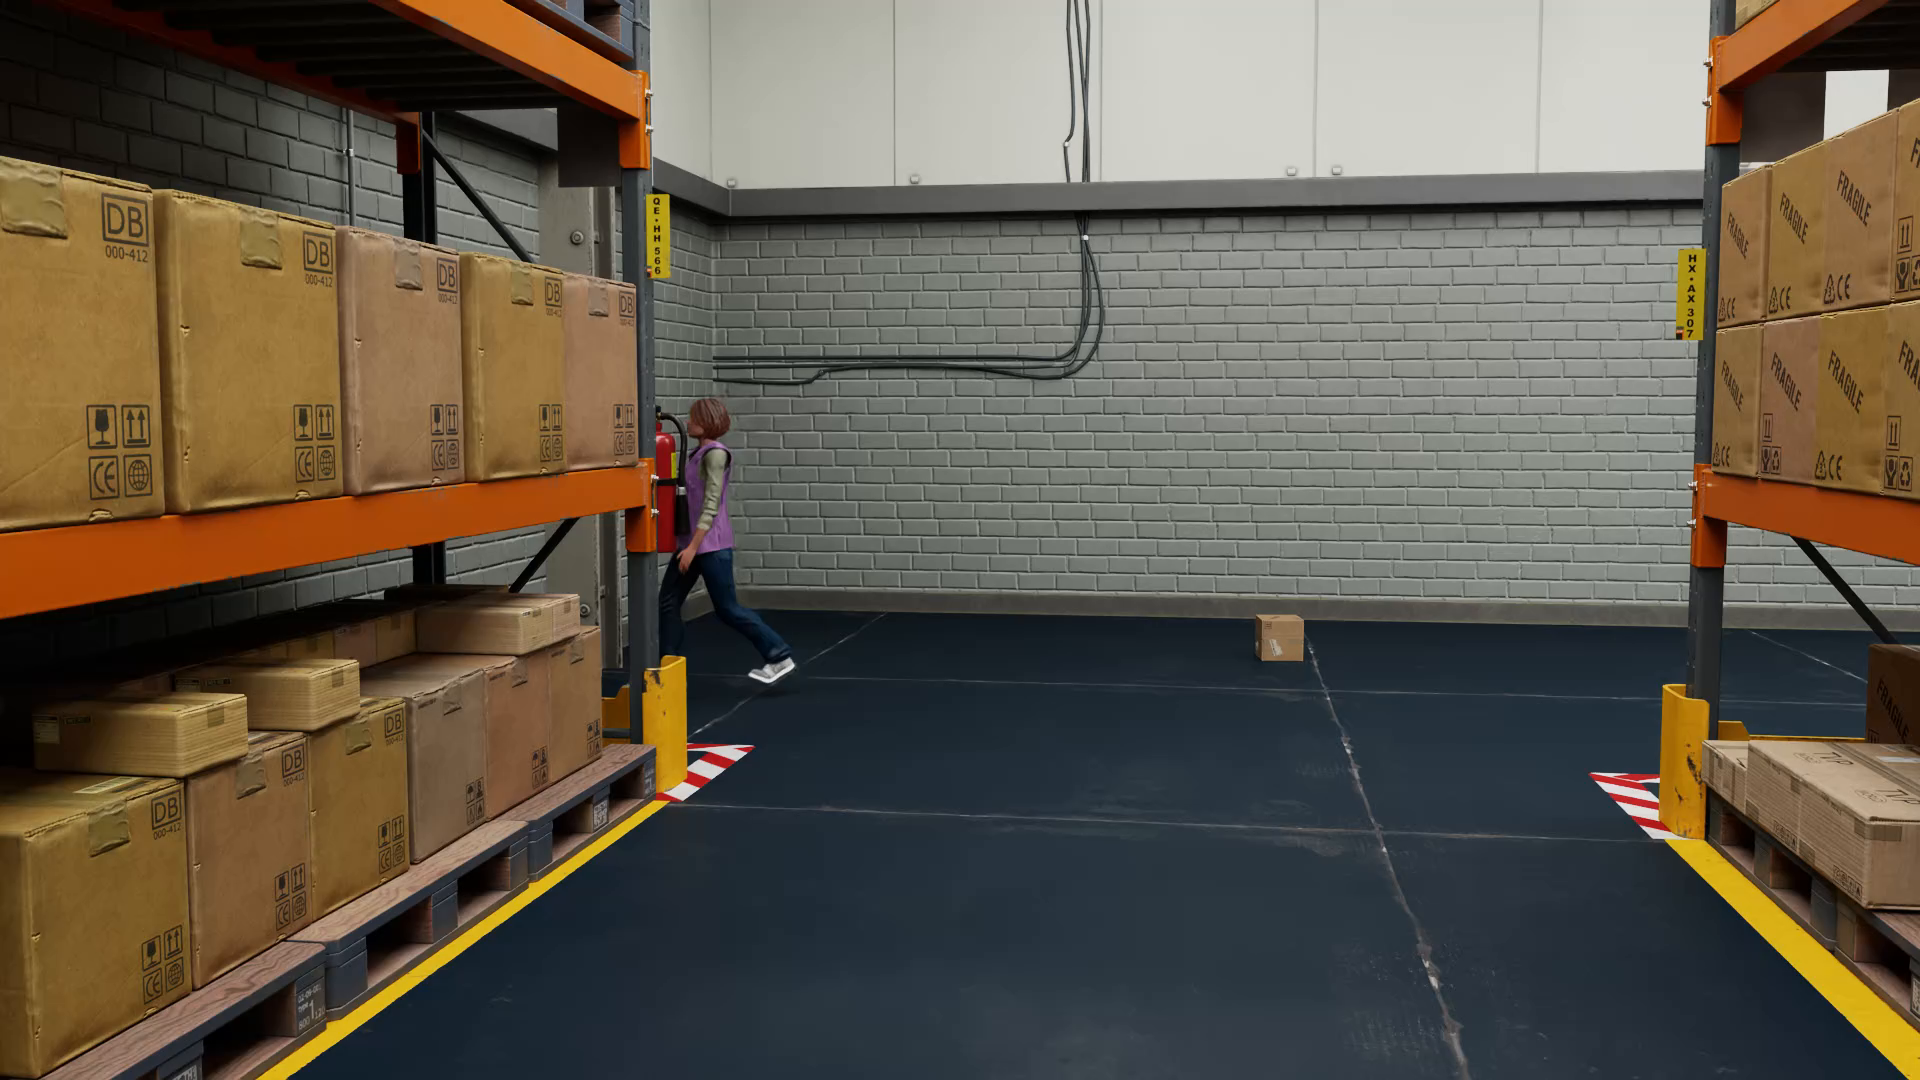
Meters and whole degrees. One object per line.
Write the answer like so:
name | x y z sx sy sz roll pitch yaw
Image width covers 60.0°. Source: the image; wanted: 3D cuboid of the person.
person | -1.308 0.037 8.621 0.922 1.546 0.419 -2 5 -27
